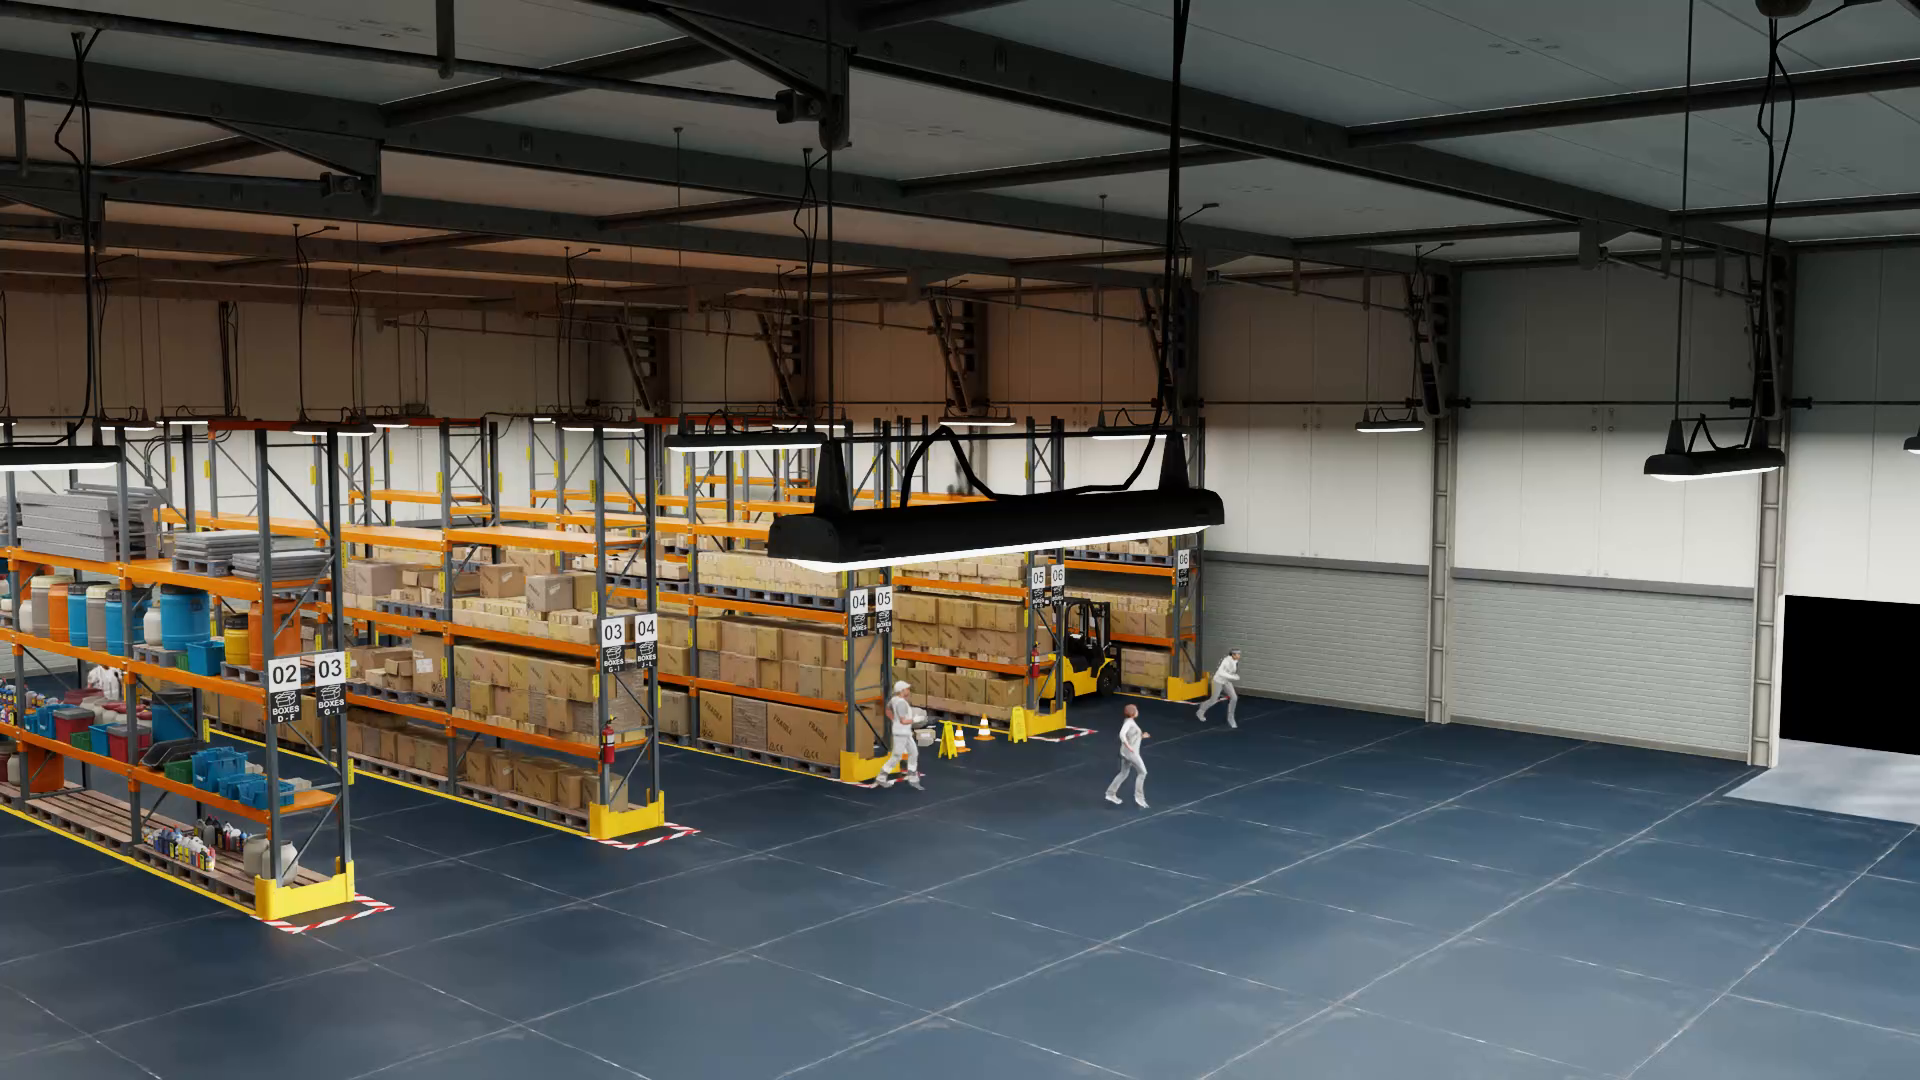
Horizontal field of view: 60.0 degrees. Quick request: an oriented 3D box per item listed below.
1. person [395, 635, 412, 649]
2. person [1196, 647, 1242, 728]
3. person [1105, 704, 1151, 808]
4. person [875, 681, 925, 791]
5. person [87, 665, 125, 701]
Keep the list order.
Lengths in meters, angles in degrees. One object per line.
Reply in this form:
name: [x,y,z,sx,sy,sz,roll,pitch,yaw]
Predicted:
person: [-13.316,2.158,39.845,0.902,1.774,0.727,-1,5,-14]
person: [5.083,2.863,32.590,0.955,1.623,0.656,3,6,35]
person: [2.631,3.427,25.955,0.736,1.550,0.522,-1,5,-10]
person: [-0.974,3.194,26.965,0.826,1.844,0.637,0,5,-2]
person: [-15.713,2.918,30.652,0.645,1.752,0.653,4,6,39]
